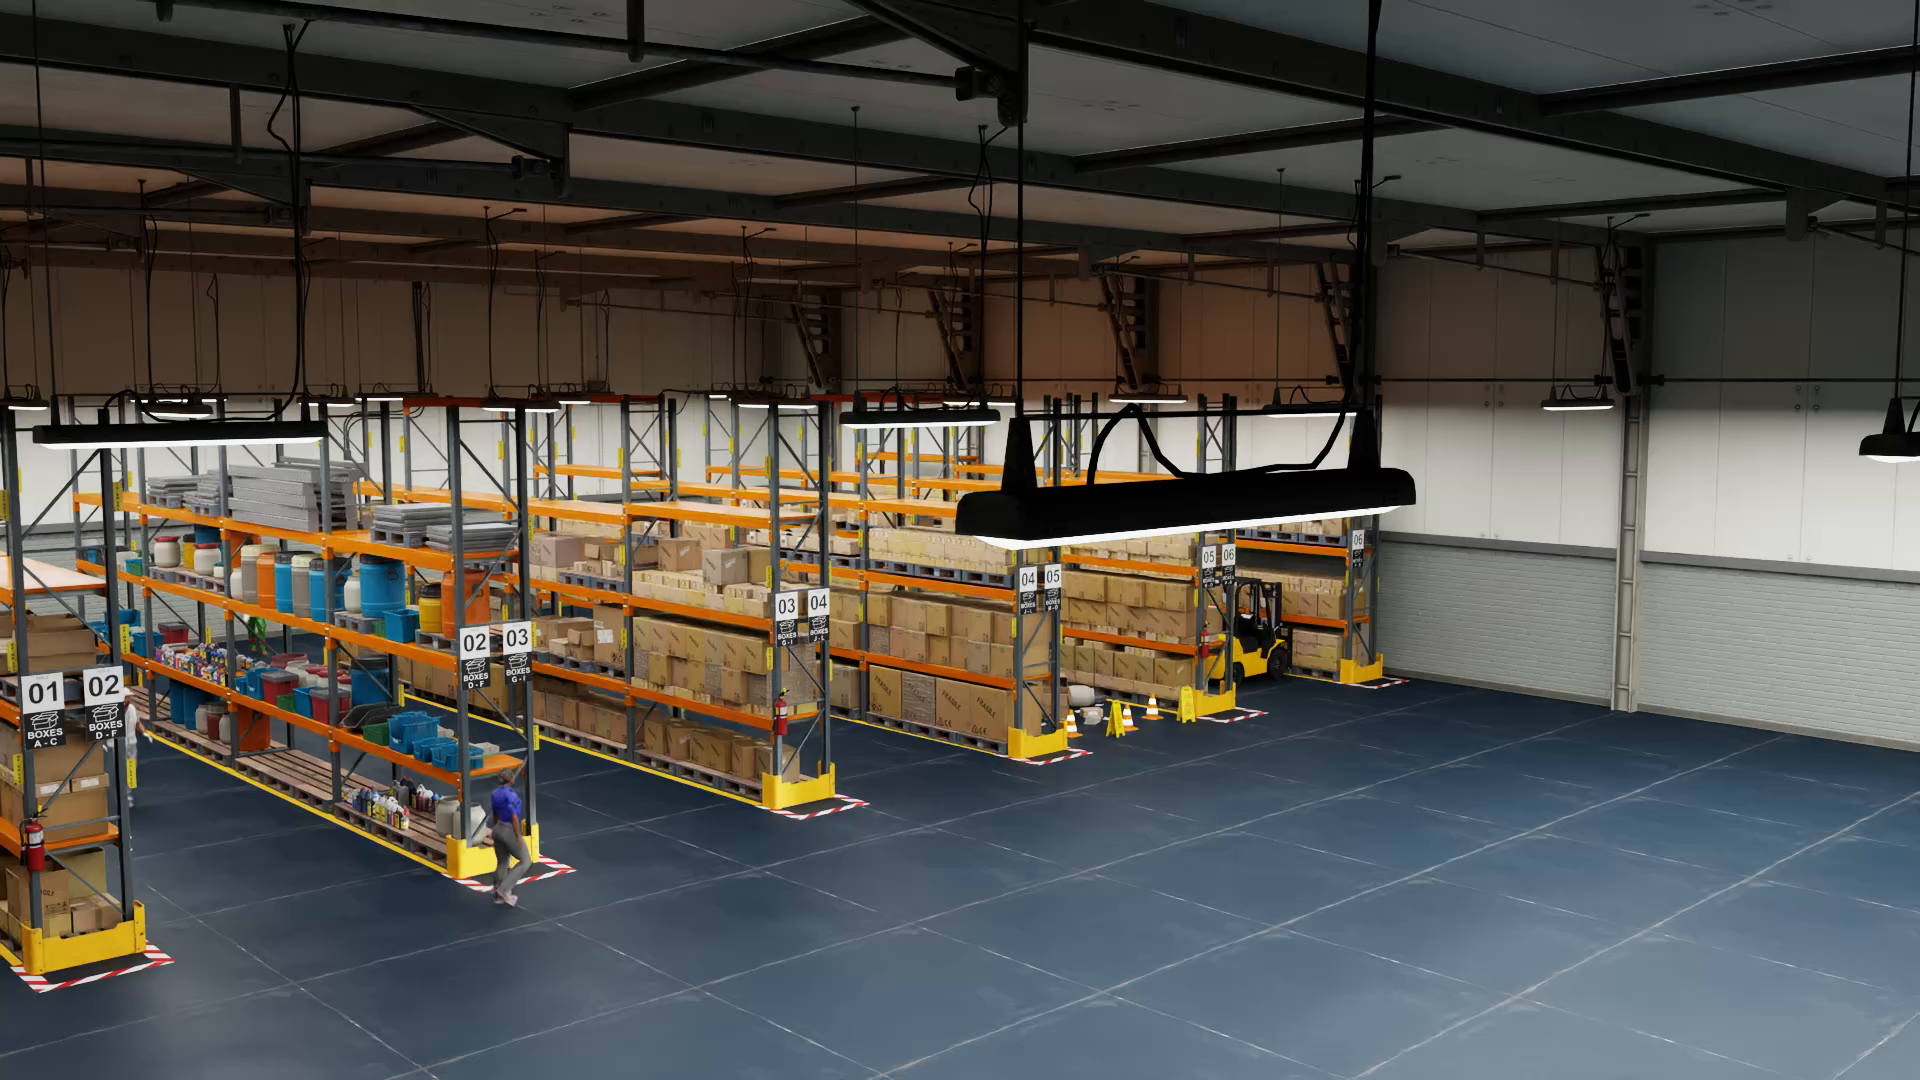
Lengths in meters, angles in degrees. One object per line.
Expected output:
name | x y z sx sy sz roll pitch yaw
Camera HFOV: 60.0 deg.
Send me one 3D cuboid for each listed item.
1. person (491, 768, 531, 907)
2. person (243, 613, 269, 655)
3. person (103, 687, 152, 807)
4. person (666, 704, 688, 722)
person | -5.451 3.558 20.005 0.479 1.655 0.427 5 7 42
person | -16.212 1.746 38.195 0.536 1.731 0.978 -3 6 -27
person | -12.473 3.108 24.818 0.655 1.832 0.662 3 6 27
person | -5.203 2.556 29.924 0.592 1.752 0.484 -4 7 -32
